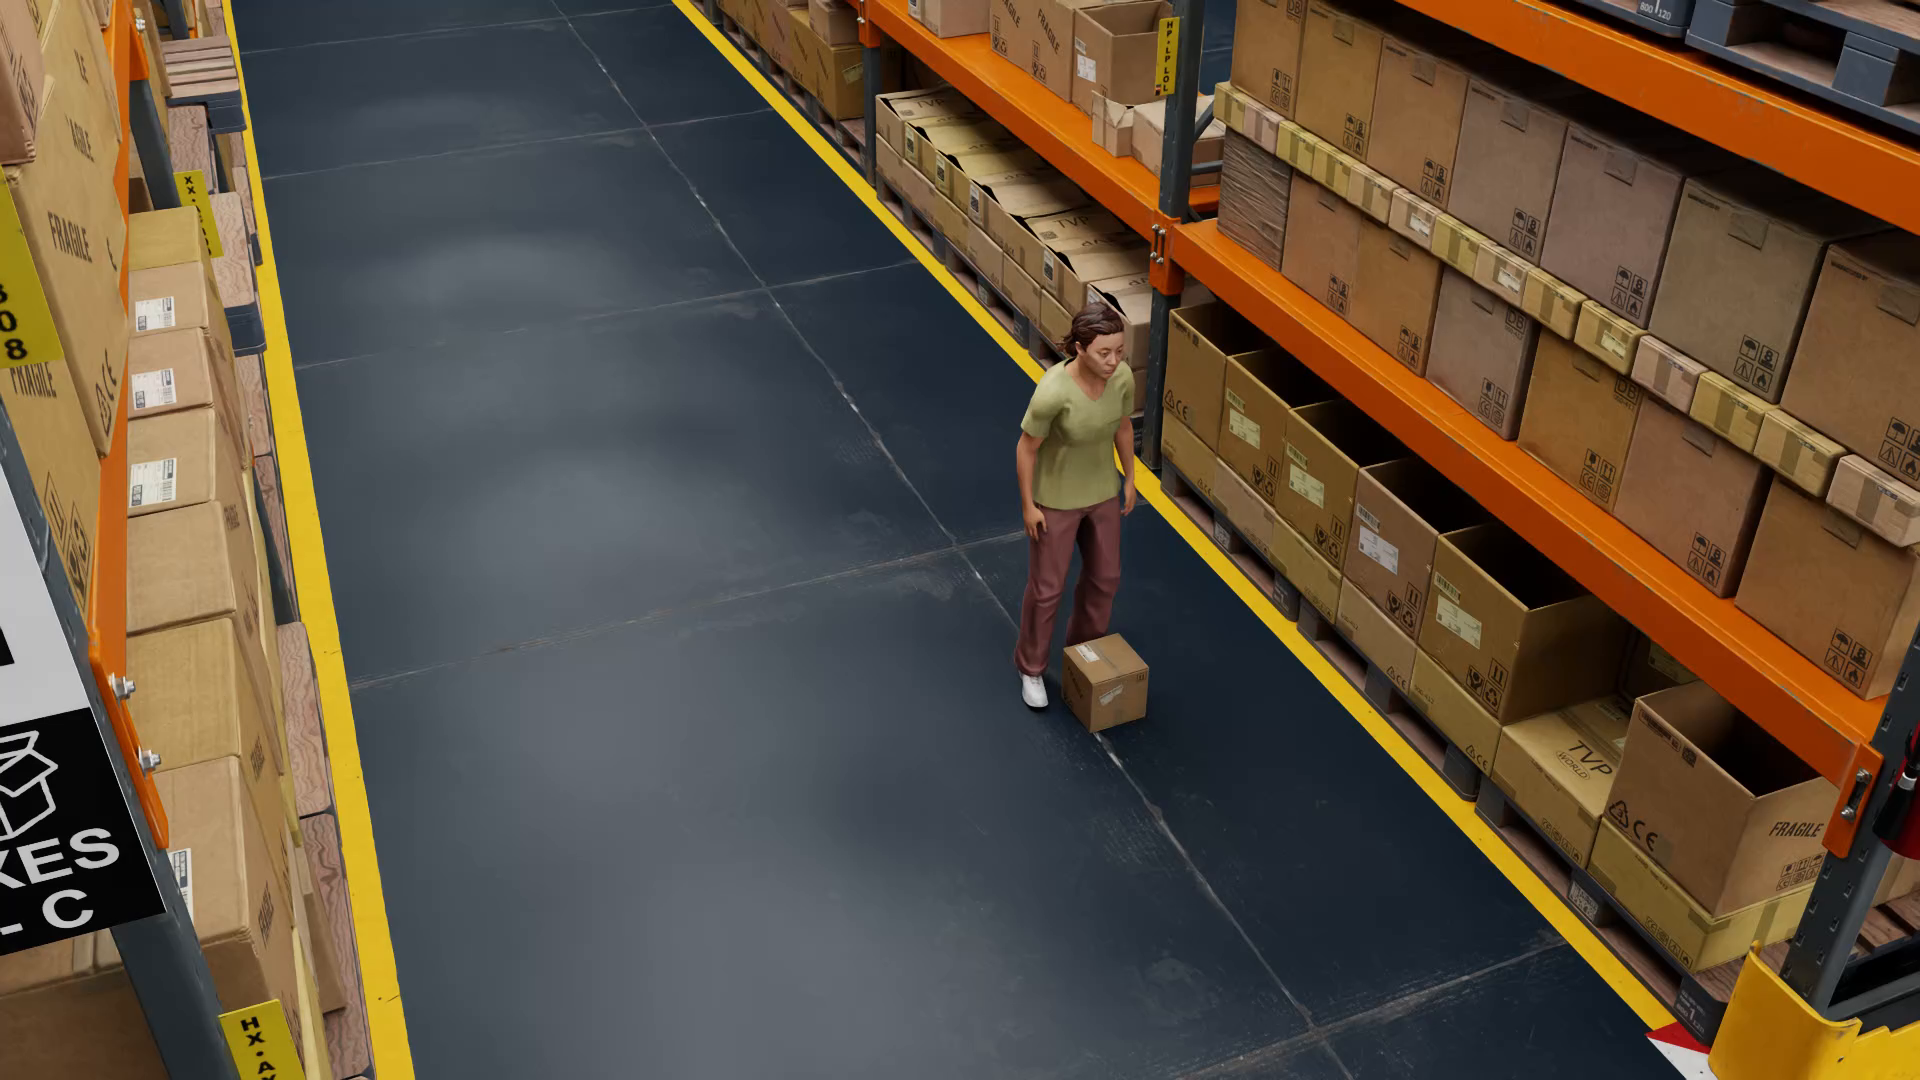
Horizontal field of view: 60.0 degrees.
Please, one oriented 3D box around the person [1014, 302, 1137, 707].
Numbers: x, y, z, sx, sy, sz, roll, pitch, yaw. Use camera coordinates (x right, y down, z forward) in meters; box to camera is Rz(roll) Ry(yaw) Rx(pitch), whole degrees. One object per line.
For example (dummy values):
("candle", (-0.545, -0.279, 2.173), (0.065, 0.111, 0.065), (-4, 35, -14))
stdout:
("person", (0.453, -0.143, 6.370), (0.522, 1.660, 0.354), (-15, 37, -22))
